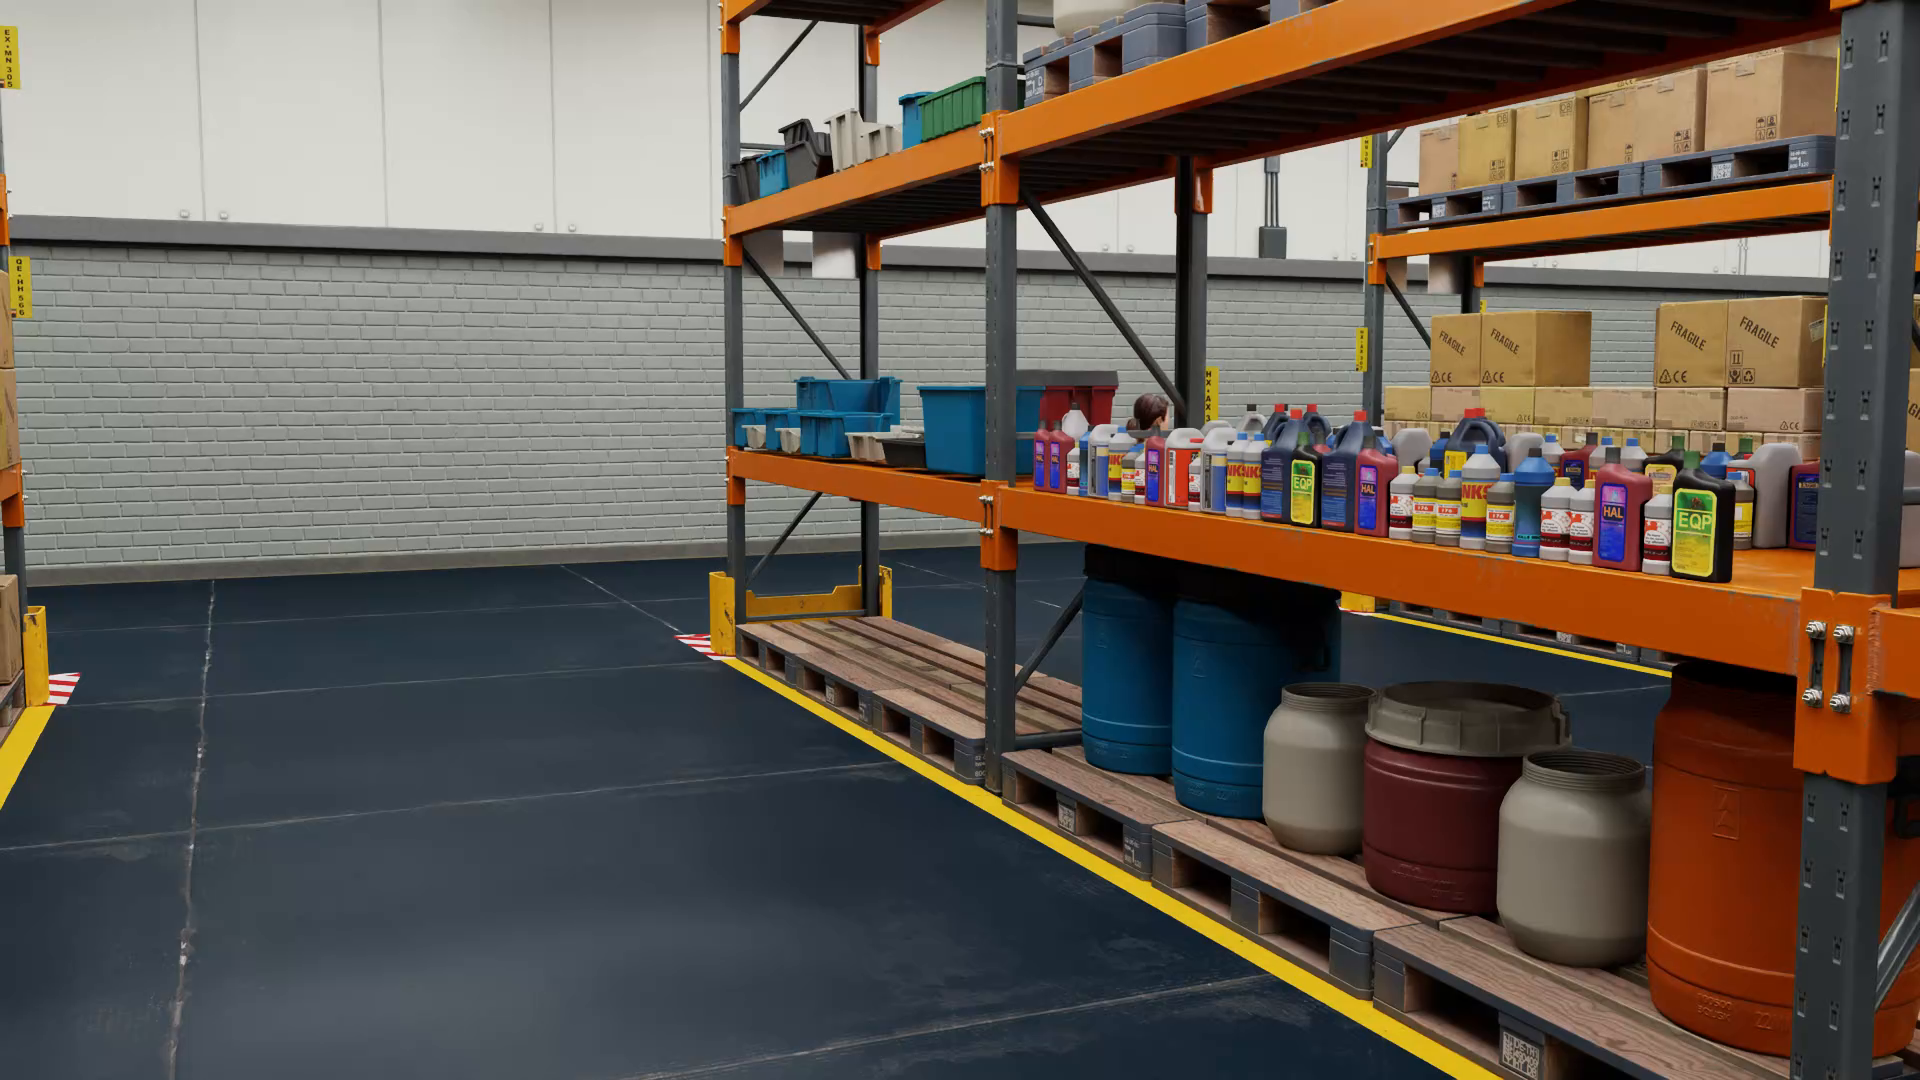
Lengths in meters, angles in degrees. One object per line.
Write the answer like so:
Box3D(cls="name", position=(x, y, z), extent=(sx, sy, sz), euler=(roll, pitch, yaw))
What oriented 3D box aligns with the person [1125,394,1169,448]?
Box3D(cls="person", position=(1.051, 0.031, 9.190), extent=(0.359, 1.674, 0.442), euler=(-2, 6, -22))
